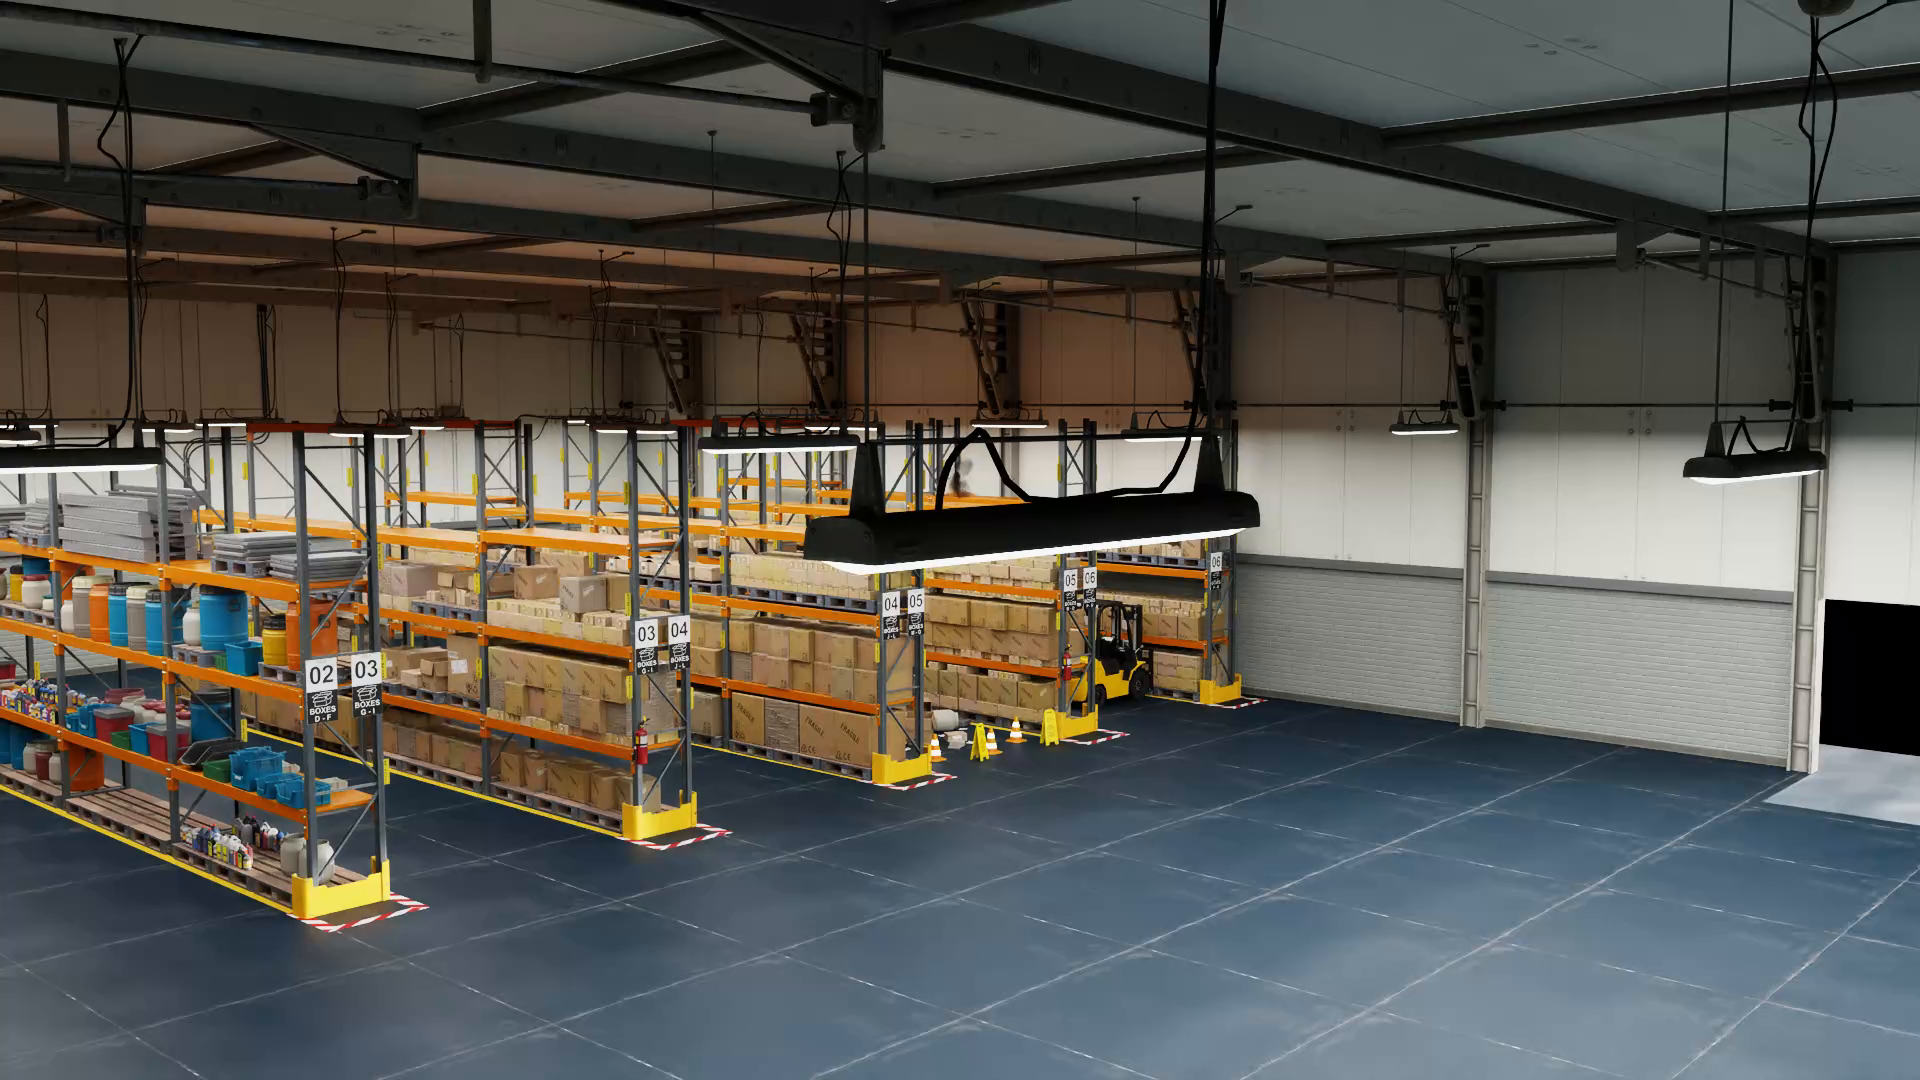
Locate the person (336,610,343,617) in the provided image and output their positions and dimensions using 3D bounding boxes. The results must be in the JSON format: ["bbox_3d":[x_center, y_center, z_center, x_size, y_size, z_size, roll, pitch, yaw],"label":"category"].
[{"bbox_3d":[-14.230,2.400,37.609,0.714,1.719,0.874,-1,5,-11],"label":"person"}]

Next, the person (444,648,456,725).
[{"bbox_3d":[-9.764,2.891,32.005,0.526,1.627,0.569,3,6,37],"label":"person"}]
